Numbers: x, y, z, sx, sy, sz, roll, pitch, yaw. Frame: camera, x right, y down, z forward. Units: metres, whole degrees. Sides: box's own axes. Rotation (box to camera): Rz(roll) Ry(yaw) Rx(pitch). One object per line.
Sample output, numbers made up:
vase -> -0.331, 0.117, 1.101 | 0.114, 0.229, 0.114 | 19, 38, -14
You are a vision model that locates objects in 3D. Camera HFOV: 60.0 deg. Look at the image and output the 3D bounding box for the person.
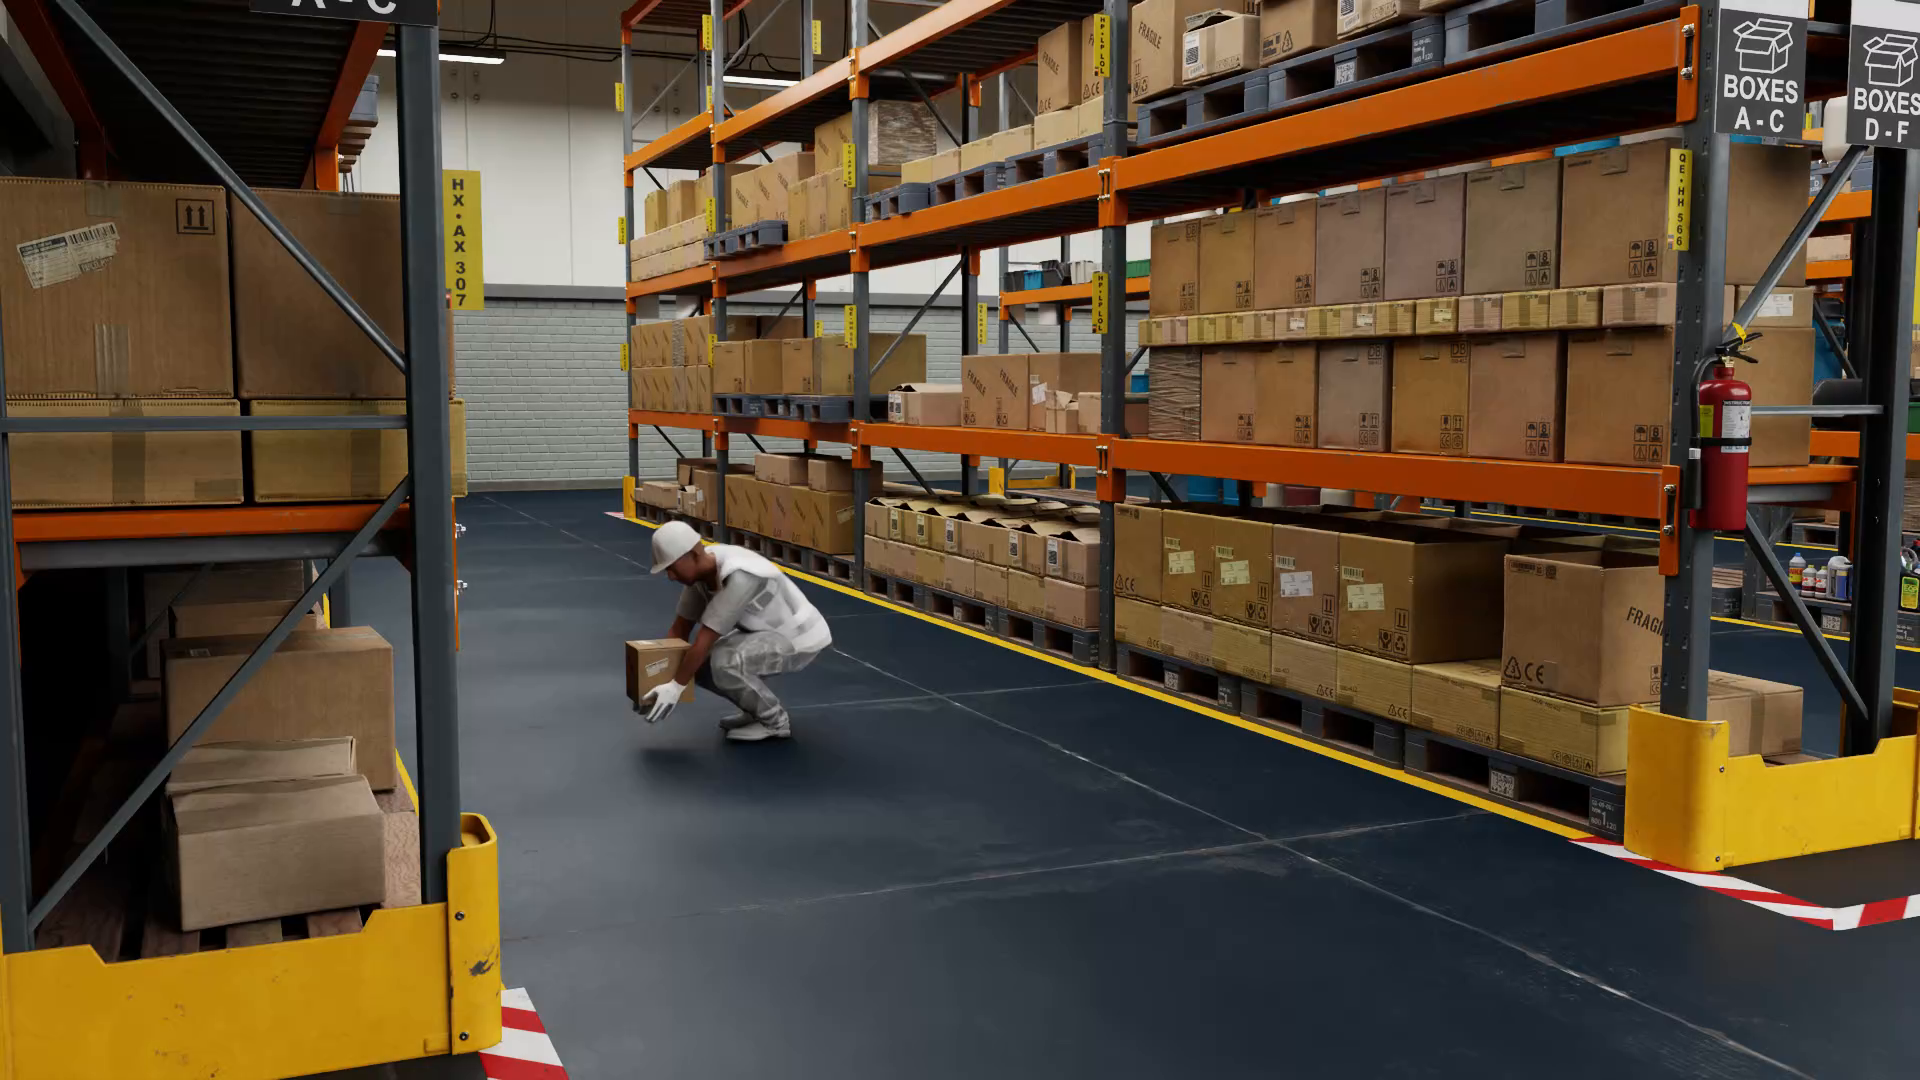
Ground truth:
person -> -1.028, 0.404, 7.514 | 0.901, 1.004, 0.565 | -2, 6, -25
